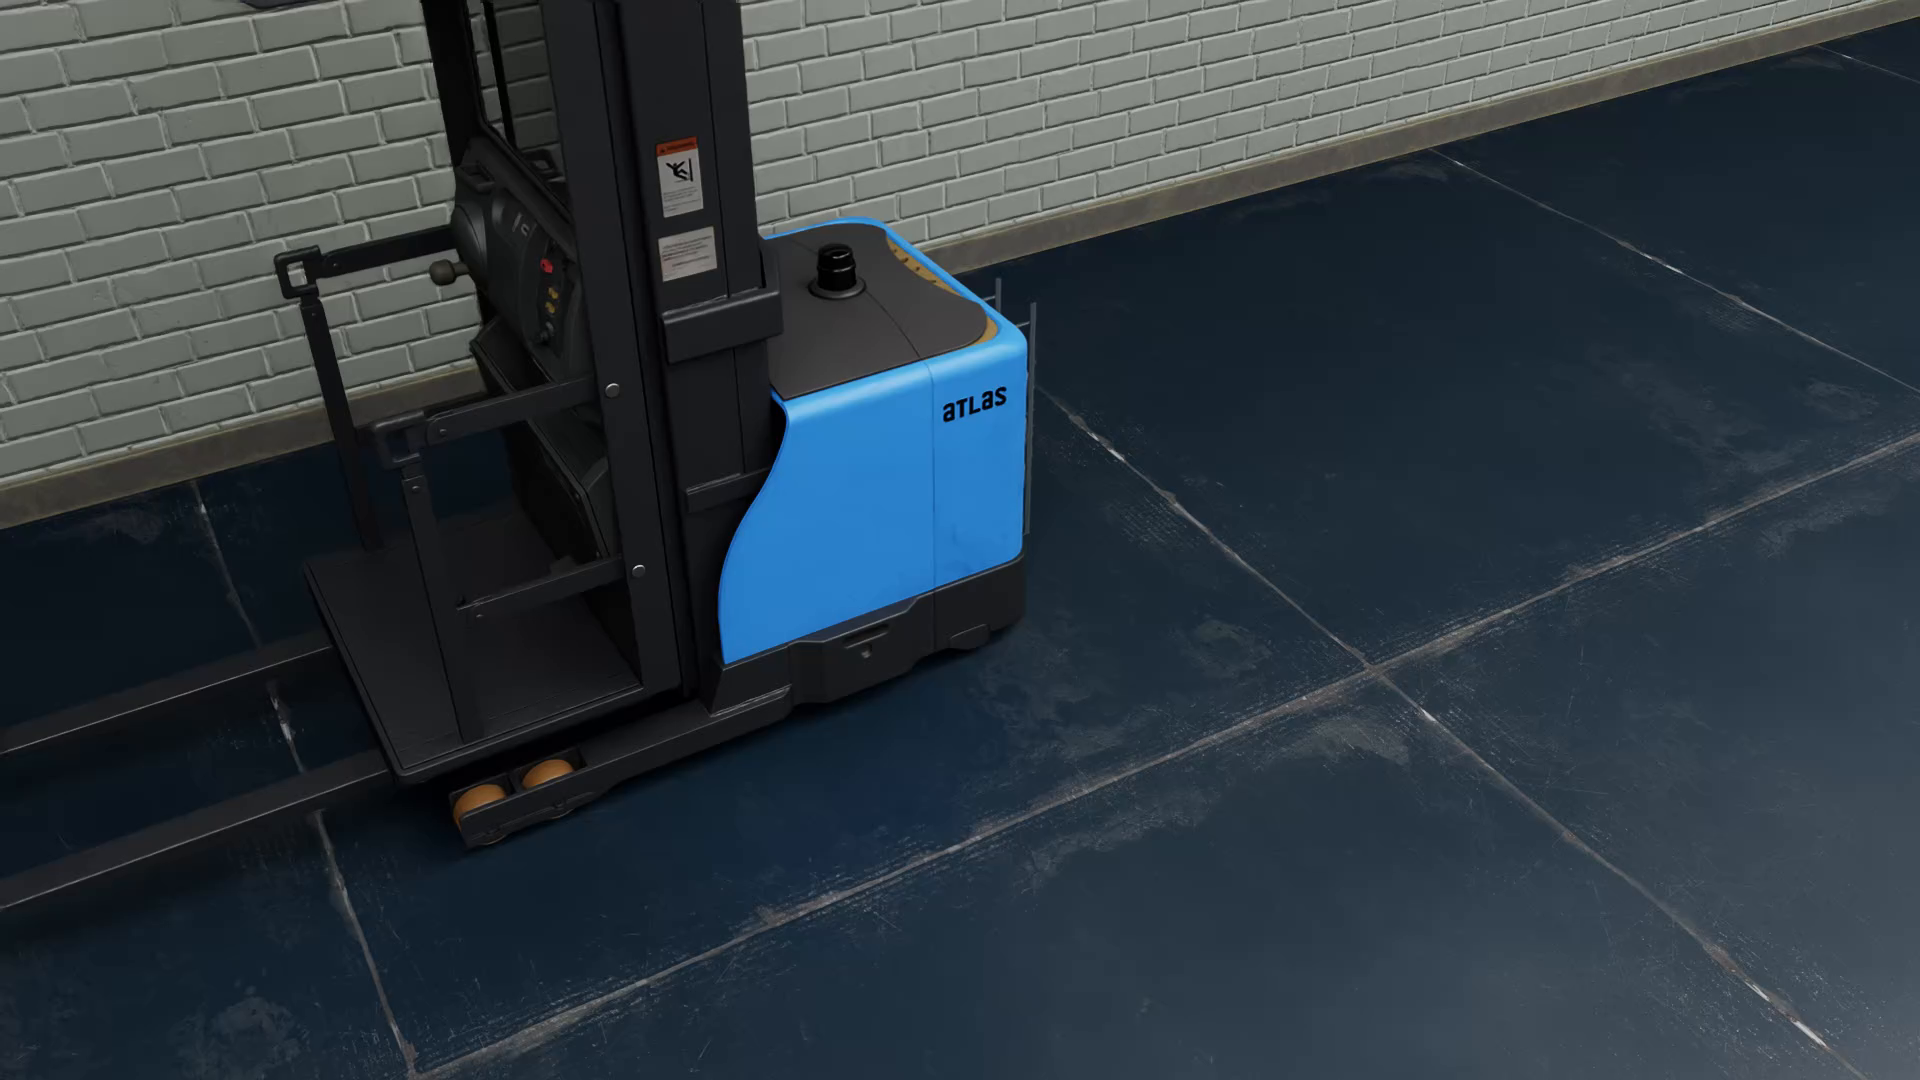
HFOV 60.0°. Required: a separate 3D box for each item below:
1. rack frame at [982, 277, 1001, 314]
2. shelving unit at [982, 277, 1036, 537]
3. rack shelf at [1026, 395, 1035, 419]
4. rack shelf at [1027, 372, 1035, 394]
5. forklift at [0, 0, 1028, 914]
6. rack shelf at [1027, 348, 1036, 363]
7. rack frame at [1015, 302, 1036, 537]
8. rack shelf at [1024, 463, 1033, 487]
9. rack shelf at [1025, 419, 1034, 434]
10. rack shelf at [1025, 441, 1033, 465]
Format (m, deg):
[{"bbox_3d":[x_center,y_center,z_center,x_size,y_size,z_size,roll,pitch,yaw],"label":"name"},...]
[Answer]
[{"bbox_3d":[0.030,-0.450,5.603,0.240,0.900,0.006,-20,41,-25],"label":"rack frame"},{"bbox_3d":[0.084,-0.399,5.534,0.258,0.900,0.210,-20,41,-25],"label":"shelving unit"},{"bbox_3d":[0.084,-0.445,5.500,0.258,0.077,0.200,-20,41,-25],"label":"rack shelf"},{"bbox_3d":[0.084,-0.518,5.447,0.258,0.077,0.200,-20,41,-25],"label":"rack shelf"},{"bbox_3d":[-1.321,-0.699,4.222,3.031,2.935,1.130,-19,40,-24],"label":"forklift"},{"bbox_3d":[0.084,-0.590,5.394,0.258,0.077,0.200,-20,41,-25],"label":"rack shelf"},{"bbox_3d":[0.138,-0.348,5.464,0.240,0.900,0.006,-20,41,-25],"label":"rack frame"},{"bbox_3d":[0.084,-0.227,5.659,0.258,0.077,0.200,-20,41,-25],"label":"rack shelf"},{"bbox_3d":[0.084,-0.372,5.553,0.258,0.077,0.200,-20,41,-25],"label":"rack shelf"},{"bbox_3d":[0.084,-0.300,5.606,0.258,0.077,0.200,-20,41,-25],"label":"rack shelf"}]
